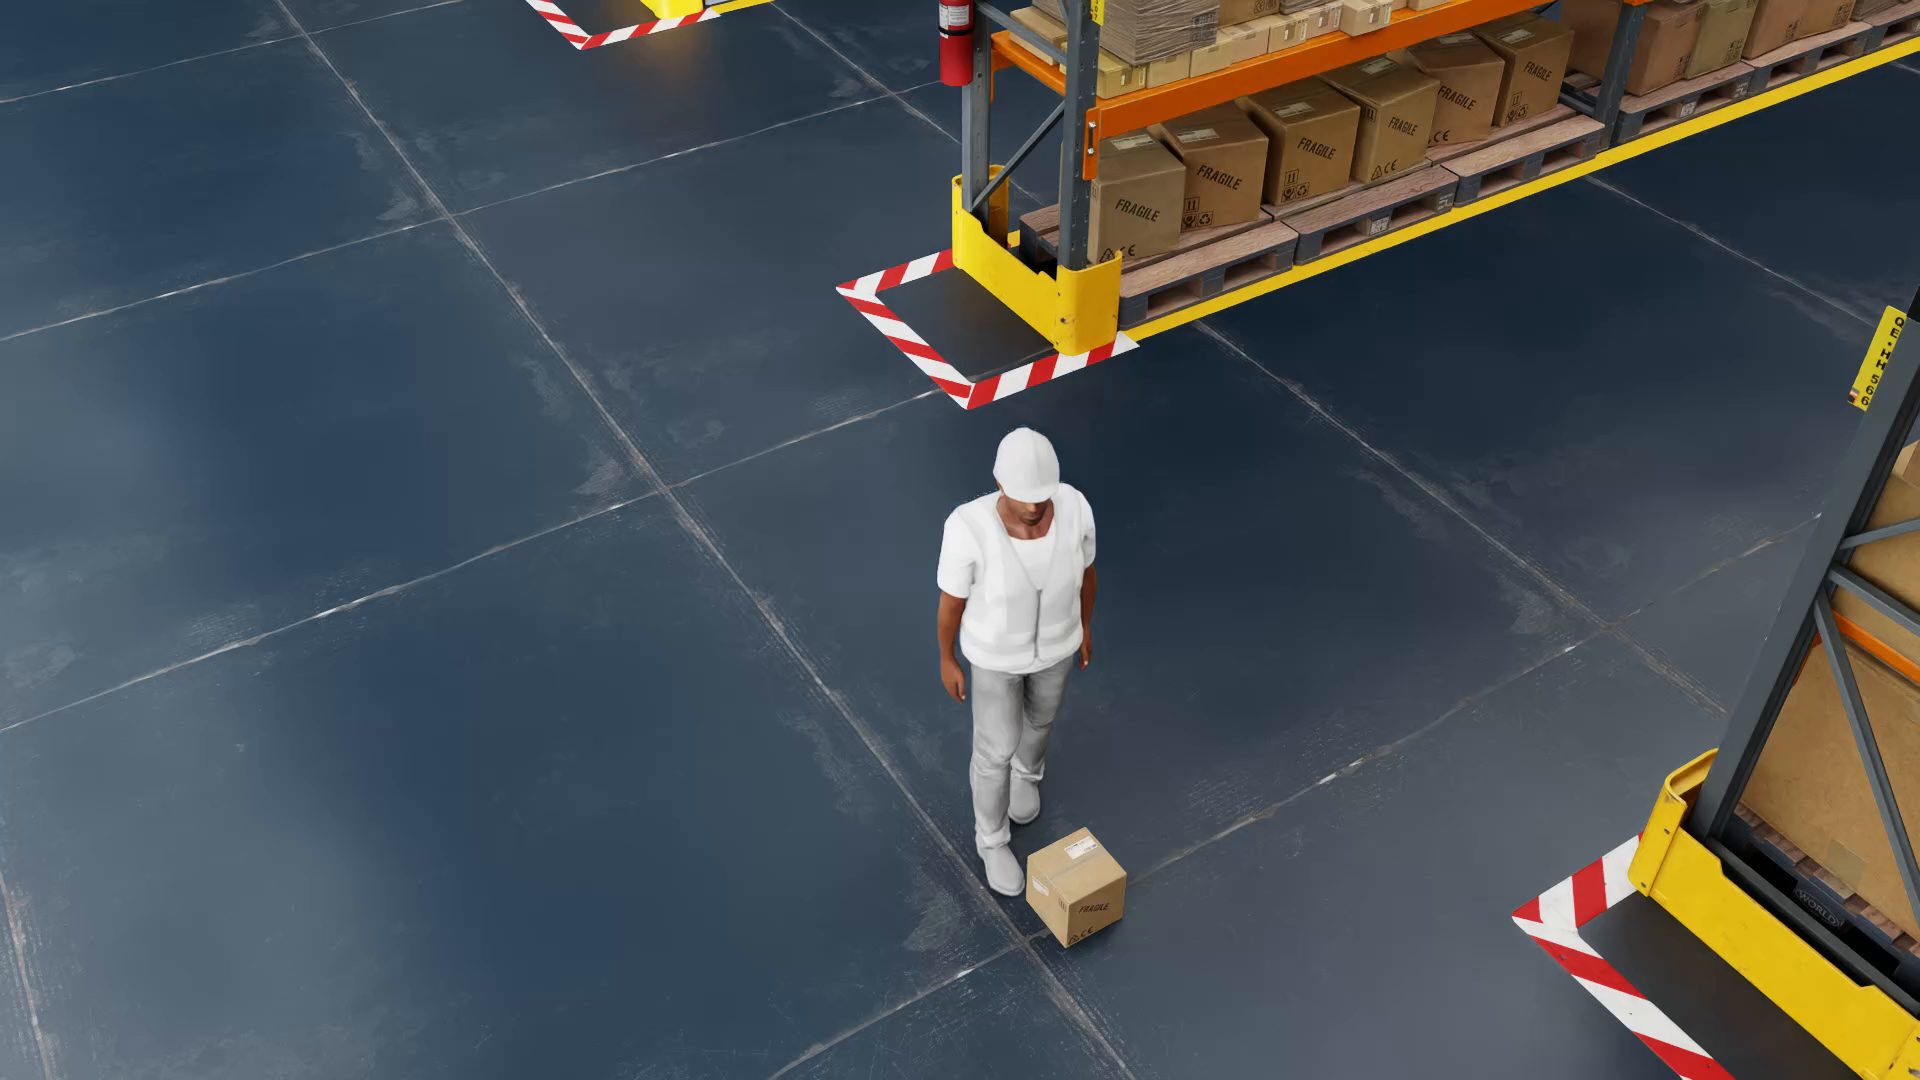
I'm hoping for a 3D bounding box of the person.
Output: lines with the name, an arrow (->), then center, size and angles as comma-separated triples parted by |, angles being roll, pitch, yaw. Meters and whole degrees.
person -> 0.239, 0.412, 5.652 | 0.576, 1.761, 0.611 | -13, 42, -15
